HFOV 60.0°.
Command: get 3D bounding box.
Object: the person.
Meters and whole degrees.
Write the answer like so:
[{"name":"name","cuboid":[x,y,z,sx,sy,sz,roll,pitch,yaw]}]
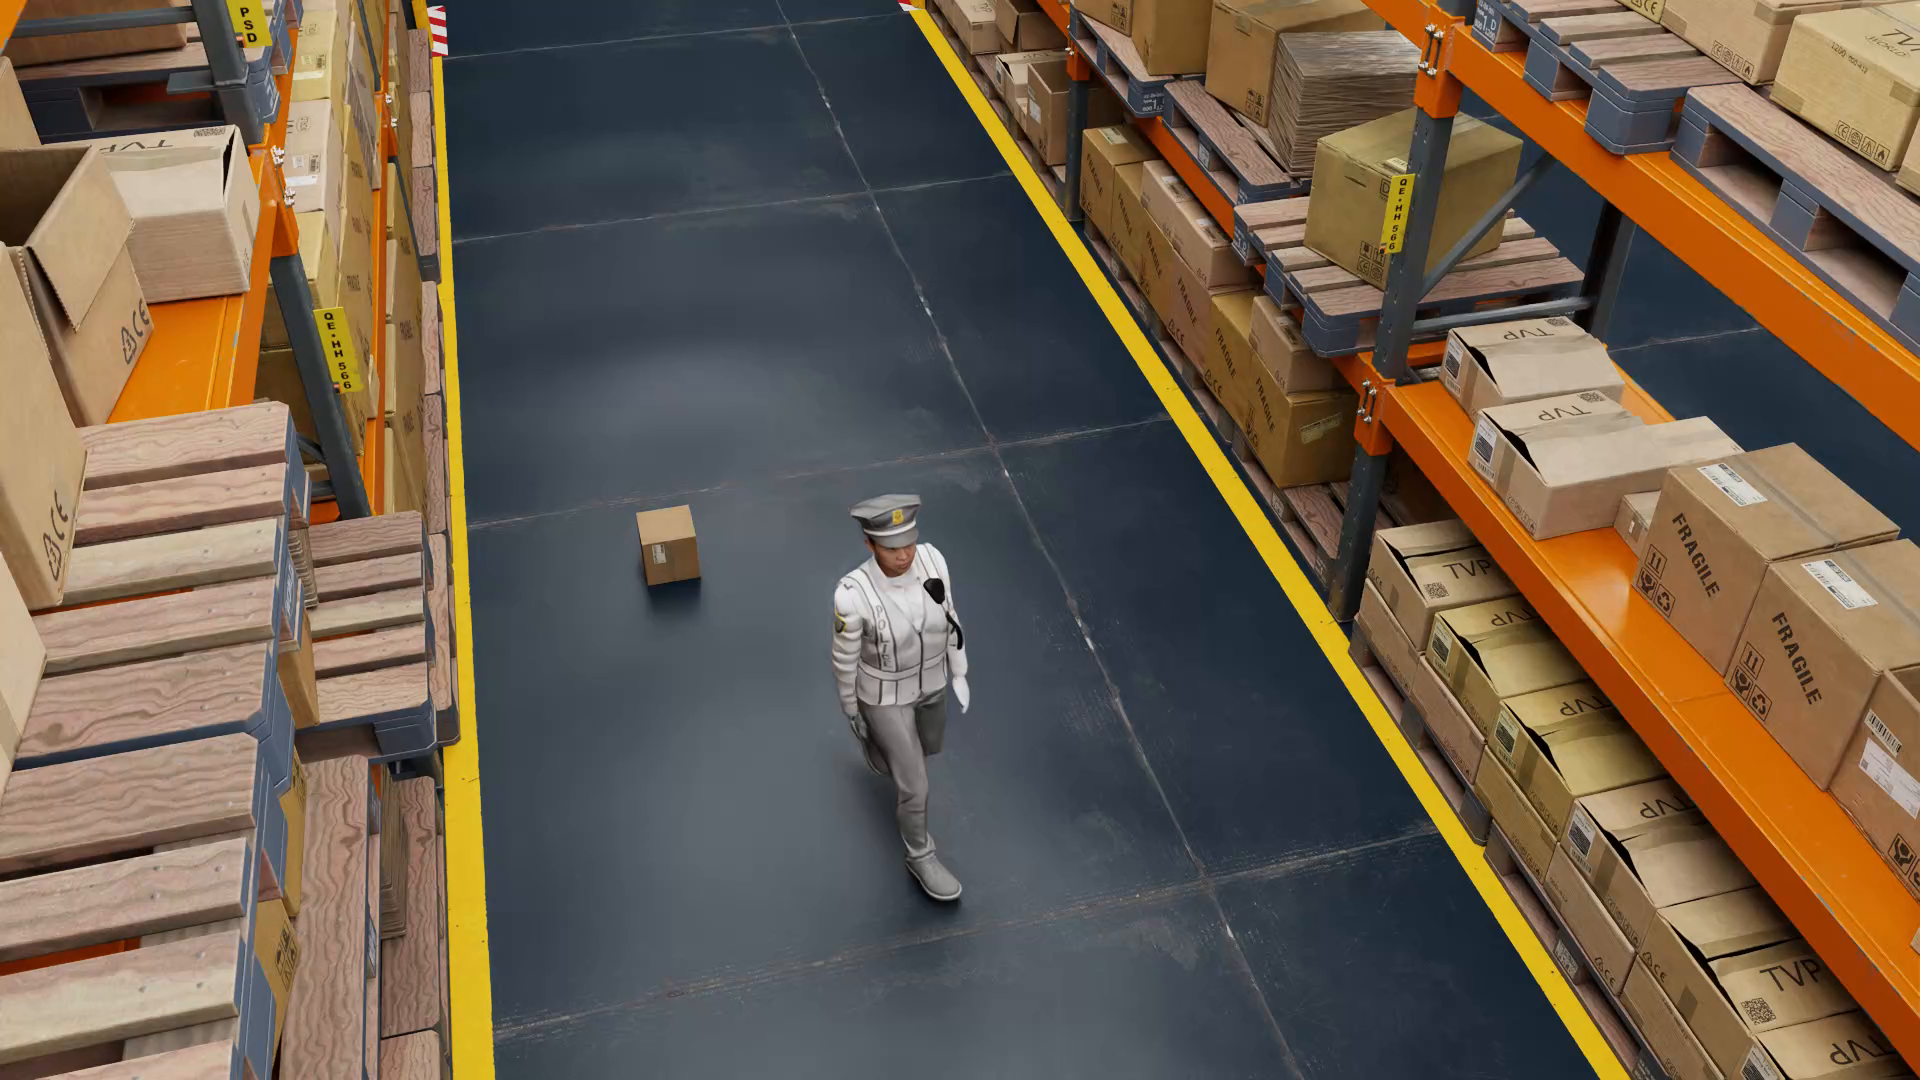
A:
[{"name":"person","cuboid":[-0.231,0.489,6.050,0.476,1.651,0.855,-26,45,-29]}]
